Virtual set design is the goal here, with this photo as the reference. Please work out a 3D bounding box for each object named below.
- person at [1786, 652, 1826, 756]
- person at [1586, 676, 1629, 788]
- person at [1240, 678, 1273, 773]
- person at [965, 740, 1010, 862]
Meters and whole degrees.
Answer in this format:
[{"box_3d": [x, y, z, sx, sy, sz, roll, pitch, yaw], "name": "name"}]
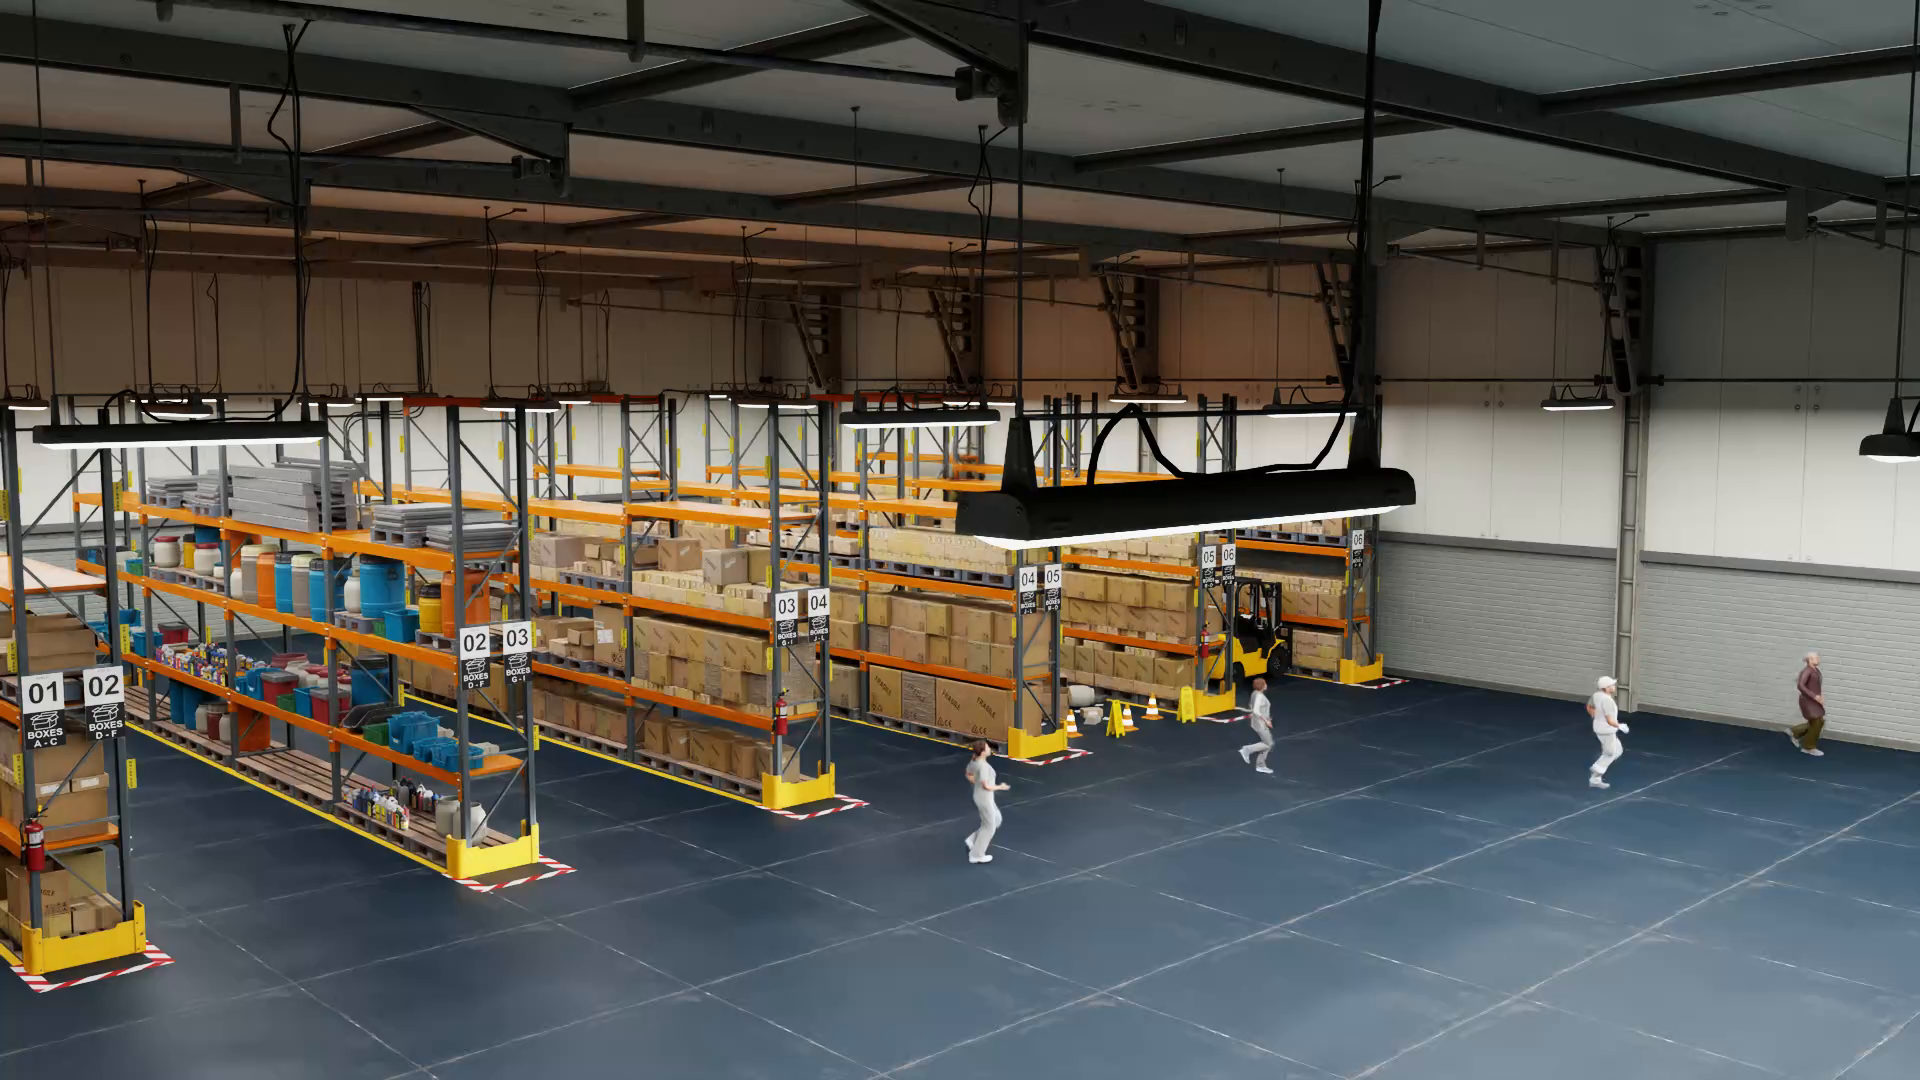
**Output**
[{"box_3d": [14.300, 2.750, 28.106, 0.639, 1.746, 0.721, 5, 7, 40], "name": "person"}, {"box_3d": [10.051, 2.971, 25.777, 0.530, 1.741, 0.670, 0, 6, 4], "name": "person"}, {"box_3d": [4.775, 2.991, 26.790, 0.552, 1.543, 0.547, 0, 6, 1], "name": "person"}, {"box_3d": [0.358, 3.406, 21.789, 0.557, 1.626, 0.555, -1, 6, -13], "name": "person"}]
